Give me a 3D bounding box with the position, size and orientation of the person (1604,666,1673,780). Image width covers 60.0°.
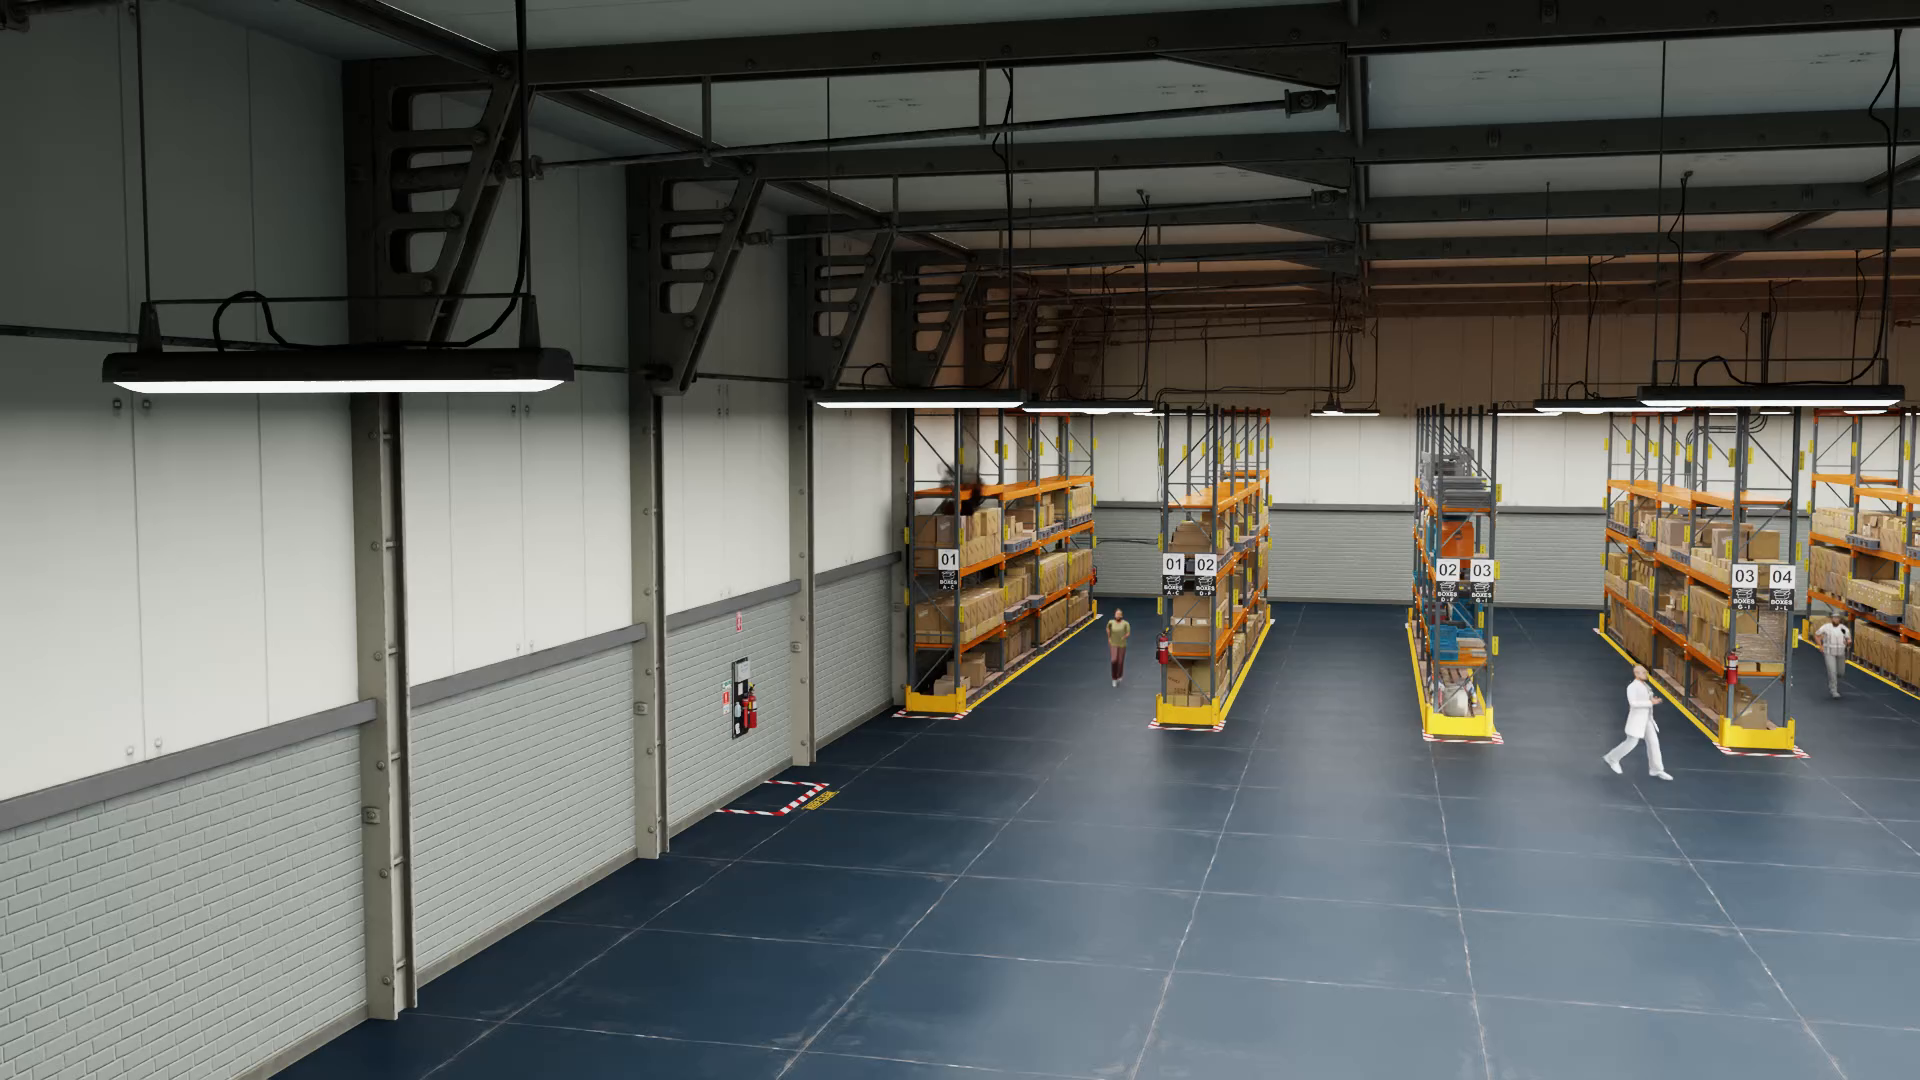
[{"bbox_3d":[10.815,2.877,26.455,0.705,1.768,1.061,-3,5,-40],"label":"person"}]

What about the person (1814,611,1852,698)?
[{"bbox_3d":[18.067,2.332,34.362,0.673,1.750,0.923,1,4,9],"label":"person"}]

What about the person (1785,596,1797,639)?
[{"bbox_3d":[20.224,1.877,40.901,0.644,1.752,0.632,1,4,17],"label":"person"}]

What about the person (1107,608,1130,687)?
[{"bbox_3d":[3.407,2.305,35.749,0.497,1.698,0.818,0,4,2],"label":"person"}]
